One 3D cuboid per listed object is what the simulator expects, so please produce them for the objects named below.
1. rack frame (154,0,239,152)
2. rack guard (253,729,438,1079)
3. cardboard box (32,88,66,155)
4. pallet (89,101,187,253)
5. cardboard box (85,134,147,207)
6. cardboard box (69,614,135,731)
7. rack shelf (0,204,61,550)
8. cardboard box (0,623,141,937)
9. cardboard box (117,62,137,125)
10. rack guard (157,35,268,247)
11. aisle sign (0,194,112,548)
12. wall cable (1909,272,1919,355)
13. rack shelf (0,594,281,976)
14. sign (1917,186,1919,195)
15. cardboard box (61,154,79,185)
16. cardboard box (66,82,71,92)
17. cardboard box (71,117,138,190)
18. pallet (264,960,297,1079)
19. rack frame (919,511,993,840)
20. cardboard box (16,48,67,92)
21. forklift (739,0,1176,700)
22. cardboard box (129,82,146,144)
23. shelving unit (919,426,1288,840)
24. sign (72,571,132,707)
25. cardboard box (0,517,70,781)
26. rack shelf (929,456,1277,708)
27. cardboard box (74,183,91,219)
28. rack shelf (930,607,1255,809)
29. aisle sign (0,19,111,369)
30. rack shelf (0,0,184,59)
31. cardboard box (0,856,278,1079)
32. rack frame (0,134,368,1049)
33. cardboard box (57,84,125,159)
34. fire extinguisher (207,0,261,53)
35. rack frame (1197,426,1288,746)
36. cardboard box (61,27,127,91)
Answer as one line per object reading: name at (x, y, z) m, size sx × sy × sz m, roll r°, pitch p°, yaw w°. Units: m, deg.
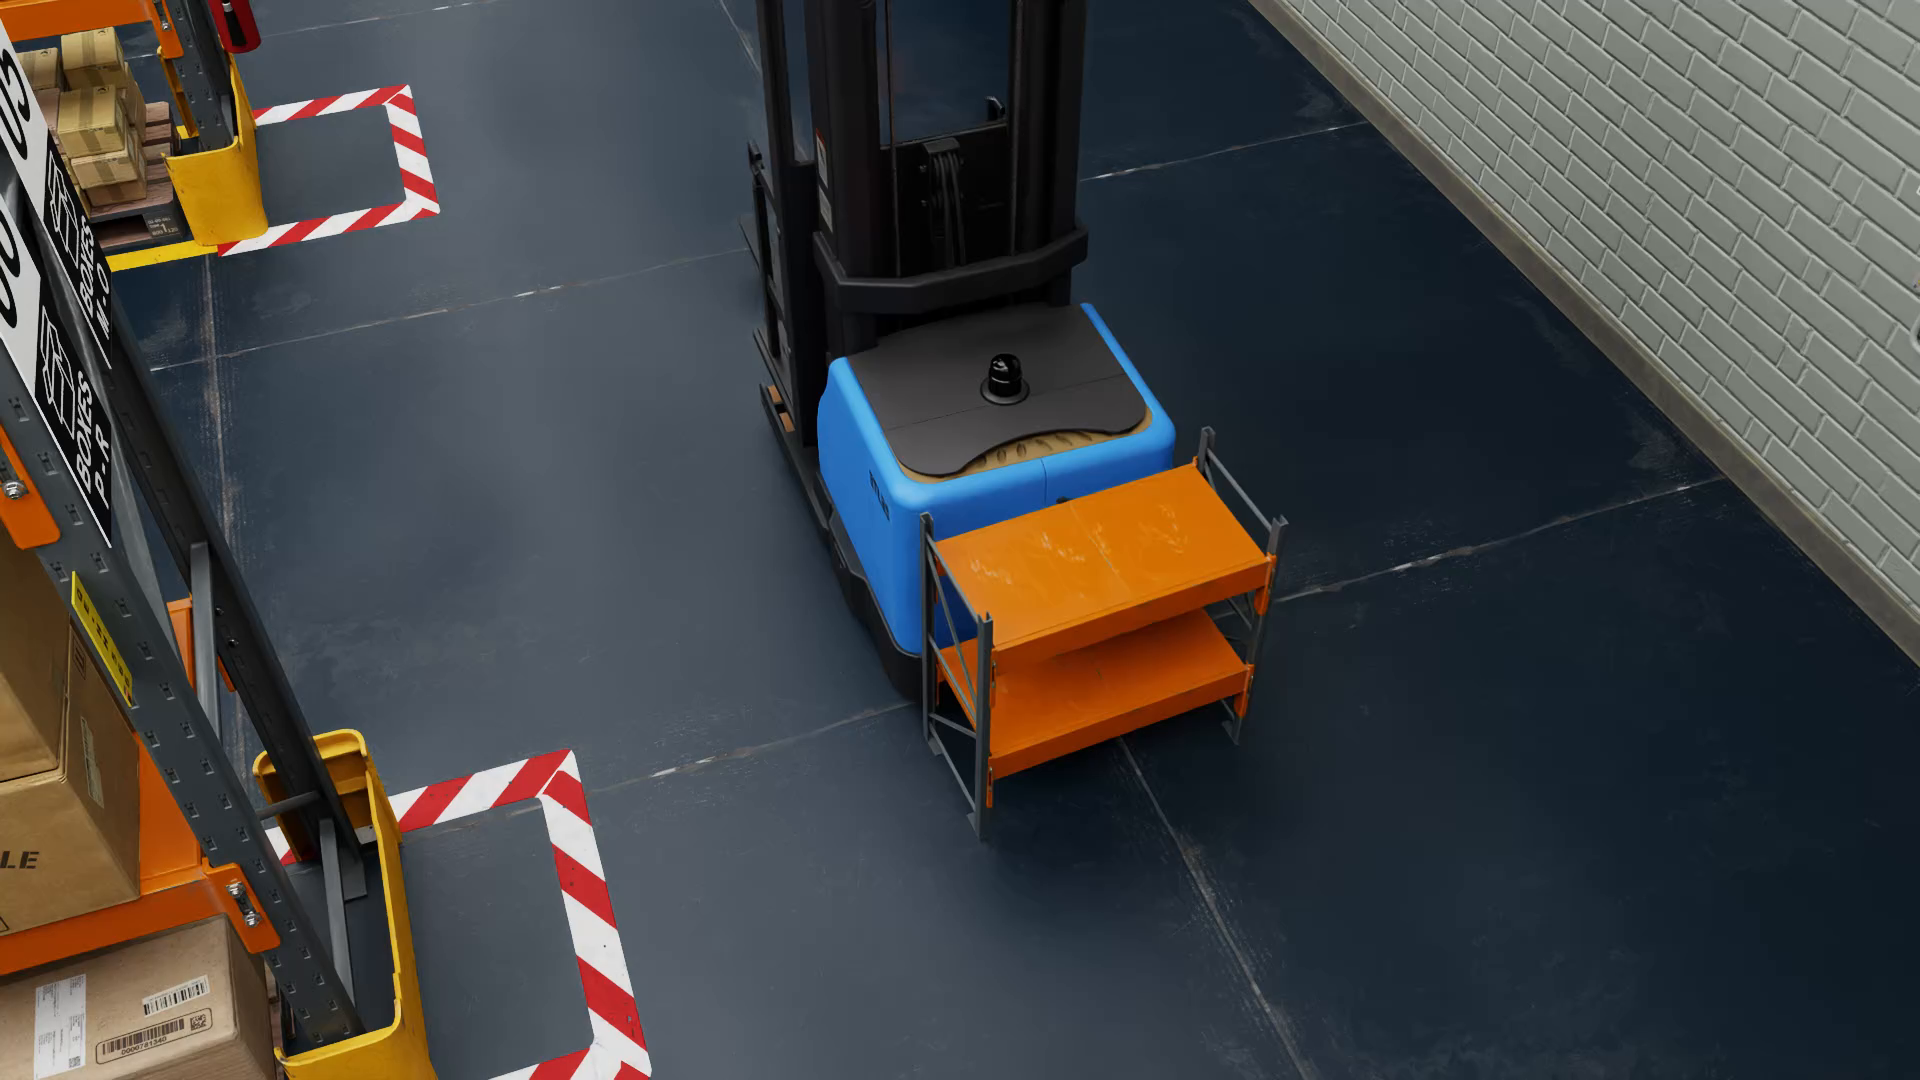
rack frame at (-3.721, -2.939, 7.562) m, size 0.127 × 3.000 × 1.000 m, roll -14°, pitch 47°, yaw -14°
rack guard at (-1.922, 1.211, 5.190) m, size 0.348 × 0.500 × 1.175 m, roll -14°, pitch 47°, yaw -14°
cardboard box at (-4.388, -1.973, 7.895) m, size 0.250 × 0.149 × 0.380 m, roll -13°, pitch 47°, yaw -13°
pallet at (-4.568, -1.765, 8.360) m, size 1.213 × 0.211 × 1.003 m, roll -14°, pitch 47°, yaw -14°
cardboard box at (-4.145, -1.815, 8.158) m, size 0.250 × 0.149 × 0.380 m, roll -14°, pitch 47°, yaw -13°
cardboard box at (-2.494, 0.223, 4.339) m, size 0.500 × 0.500 × 0.500 m, roll -15°, pitch 47°, yaw -14°
rack shelf at (-3.826, 0.010, 3.012) m, size 4.000 × 0.370 × 1.077 m, roll -14°, pitch 47°, yaw -14°
cardboard box at (-2.309, 0.591, 3.972) m, size 0.500 × 0.500 × 0.500 m, roll -14°, pitch 47°, yaw -14°
cardboard box at (-4.301, -2.231, 8.362) m, size 0.250 × 0.149 × 0.380 m, roll -13°, pitch 46°, yaw -12°
rack guard at (-3.792, -2.038, 8.429) m, size 0.348 × 0.500 × 1.175 m, roll -14°, pitch 47°, yaw -14°
aisle sign at (-1.772, -0.394, 3.190) m, size 0.004 × 0.787 × 0.394 m, roll -14°, pitch 47°, yaw -14°
wall cable at (3.351, -1.407, 5.295) m, size 0.123 × 1.953 × 0.585 m, roll -14°, pitch 47°, yaw -14°
rack shelf at (-3.826, 1.069, 4.074) m, size 4.000 × 0.370 × 1.077 m, roll -14°, pitch 47°, yaw -14°
sign at (3.392, -1.179, 5.617) m, size 0.001 × 0.218 × 0.327 m, roll -14°, pitch 47°, yaw -14°
cardboard box at (-4.384, -1.842, 7.974) m, size 0.250 × 0.149 × 0.380 m, roll -15°, pitch 47°, yaw -15°
cardboard box at (-4.577, -2.203, 8.334) m, size 0.250 × 0.149 × 0.380 m, roll -15°, pitch 47°, yaw -14°
cardboard box at (-4.120, -1.869, 8.001) m, size 0.250 × 0.149 × 0.380 m, roll -16°, pitch 47°, yaw -15°
pallet at (-2.670, 1.563, 5.043) m, size 1.213 × 0.211 × 1.003 m, roll -14°, pitch 47°, yaw -14°
rack frame at (-0.017, 0.471, 5.483) m, size 0.032 × 1.125 × 0.500 m, roll -17°, pitch 48°, yaw -16°
cardboard box at (-4.547, -2.245, 8.166) m, size 0.250 × 0.149 × 0.380 m, roll -14°, pitch 47°, yaw -13°
forklift at (-0.226, -1.512, 6.188) m, size 1.130 × 2.935 × 3.031 m, roll -14°, pitch 47°, yaw -14°
cardboard box at (-4.322, -2.168, 8.509) m, size 0.250 × 0.149 × 0.380 m, roll -13°, pitch 47°, yaw -13°
shelving unit at (0.449, 0.326, 5.627) m, size 1.048 × 1.125 × 0.538 m, roll -17°, pitch 48°, yaw -16°
sign at (-1.774, 0.207, 3.441) m, size 0.005 × 0.325 × 0.100 m, roll -14°, pitch 47°, yaw -14°
cardboard box at (-2.317, 0.221, 3.636) m, size 0.500 × 0.500 × 0.500 m, roll -13°, pitch 47°, yaw -13°
rack shelf at (0.450, 0.122, 5.417) m, size 1.000 × 0.278 × 0.538 m, roll -17°, pitch 48°, yaw -16°
cardboard box at (-4.352, -1.686, 8.029) m, size 0.250 × 0.149 × 0.380 m, roll -13°, pitch 47°, yaw -13°
rack shelf at (0.448, 0.497, 5.801) m, size 1.000 × 0.278 × 0.538 m, roll -17°, pitch 48°, yaw -16°
aisle sign at (-1.976, -0.794, 3.588) m, size 0.004 × 0.787 × 0.394 m, roll -14°, pitch 47°, yaw -14°
rack shelf at (-5.602, -2.204, 7.337) m, size 4.000 × 0.370 × 1.077 m, roll -14°, pitch 47°, yaw -14°
cardboard box at (-2.532, 1.316, 4.833) m, size 0.875 × 0.438 × 0.875 m, roll -16°, pitch 47°, yaw -15°
rack frame at (-1.945, 0.334, 4.299) m, size 0.127 × 3.000 × 1.000 m, roll -14°, pitch 47°, yaw -14°
cardboard box at (-4.132, -1.995, 7.917) m, size 0.250 × 0.149 × 0.380 m, roll -14°, pitch 47°, yaw -13°
fire extinguisher at (-3.327, -2.533, 7.475) m, size 0.183 × 0.674 × 0.296 m, roll -14°, pitch 47°, yaw -14°
rack frame at (0.914, 0.182, 5.770) m, size 0.032 × 1.125 × 0.500 m, roll -17°, pitch 48°, yaw -16°
cardboard box at (-4.329, -2.391, 8.312) m, size 0.250 × 0.149 × 0.380 m, roll -16°, pitch 47°, yaw -16°
